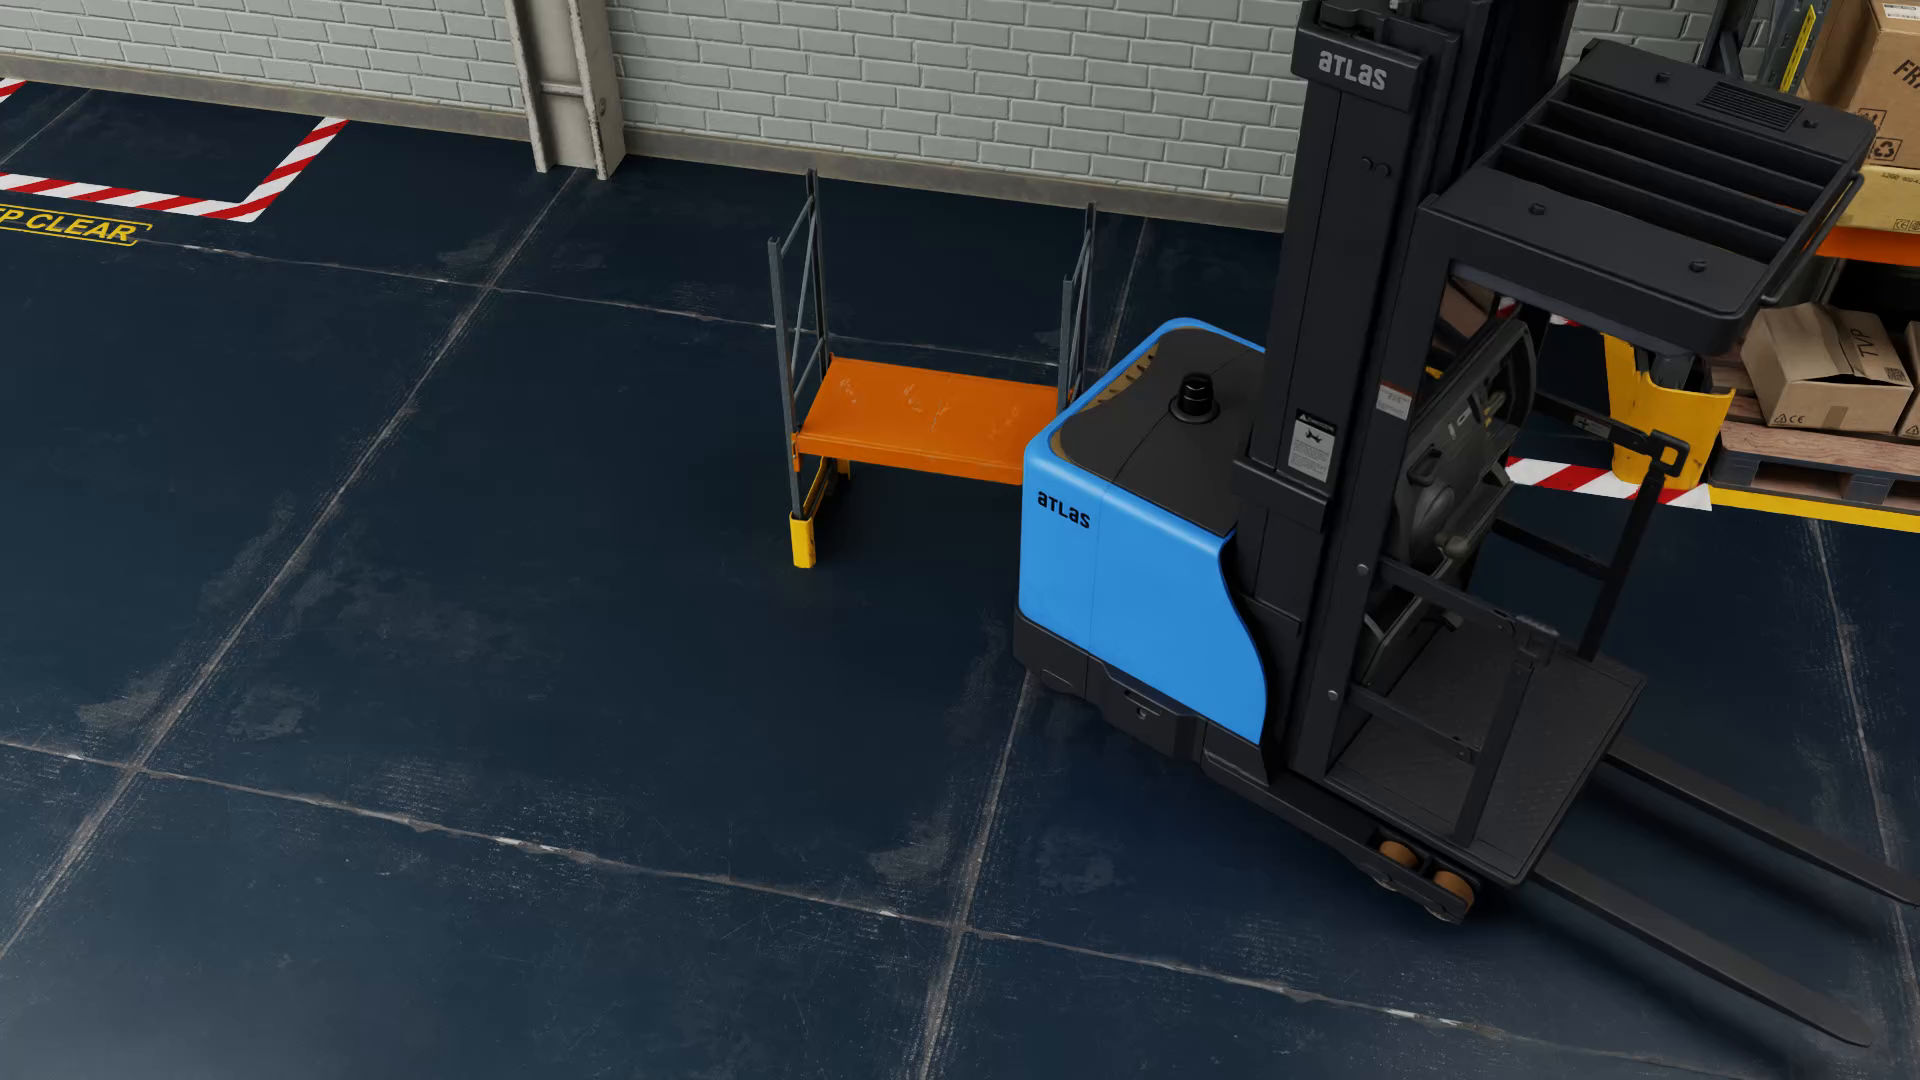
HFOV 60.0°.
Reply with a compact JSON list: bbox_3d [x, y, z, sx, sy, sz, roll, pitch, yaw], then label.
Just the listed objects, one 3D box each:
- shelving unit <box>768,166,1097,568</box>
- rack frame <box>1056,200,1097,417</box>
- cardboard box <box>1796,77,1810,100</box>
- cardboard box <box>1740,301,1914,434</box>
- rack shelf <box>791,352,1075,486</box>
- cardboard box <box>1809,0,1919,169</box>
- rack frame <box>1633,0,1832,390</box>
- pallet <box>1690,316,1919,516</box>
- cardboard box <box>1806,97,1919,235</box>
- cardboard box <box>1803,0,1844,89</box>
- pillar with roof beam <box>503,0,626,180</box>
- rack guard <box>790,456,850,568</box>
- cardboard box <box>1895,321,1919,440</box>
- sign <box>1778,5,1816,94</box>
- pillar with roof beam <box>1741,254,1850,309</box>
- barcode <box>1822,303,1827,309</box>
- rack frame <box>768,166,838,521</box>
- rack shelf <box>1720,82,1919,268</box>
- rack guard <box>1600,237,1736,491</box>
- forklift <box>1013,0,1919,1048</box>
[{"bbox_3d":[-0.078,-0.554,6.243,1.083,1.500,0.587,9,45,9],"label":"shelving unit"},{"bbox_3d":[0.409,-0.479,6.165,0.032,1.500,0.500,9,45,9],"label":"rack frame"},{"bbox_3d":[3.475,-1.725,6.473,0.500,0.250,0.500,9,45,10],"label":"cardboard box"},{"bbox_3d":[3.632,-0.736,6.973,0.500,0.311,0.500,4,44,4],"label":"cardboard box"},{"bbox_3d":[-0.087,-0.426,6.370,1.000,0.185,0.538,9,45,9],"label":"rack shelf"},{"bbox_3d":[3.377,-1.659,5.864,0.500,0.500,0.500,9,45,9],"label":"cardboard box"},{"bbox_3d":[2.976,-1.711,6.365,0.127,3.000,1.000,9,45,9],"label":"rack frame"},{"bbox_3d":[3.836,-0.548,7.168,1.213,0.211,1.003,9,45,9],"label":"pallet"},{"bbox_3d":[3.383,-1.376,6.110,0.500,0.250,0.500,8,44,8],"label":"cardboard box"},{"bbox_3d":[3.483,-2.007,6.225,0.500,0.500,0.500,8,45,9],"label":"cardboard box"},{"bbox_3d":[-2.947,-2.347,2.700,0.400,9.000,9.100,9,45,9],"label":"pillar with roof beam"},{"bbox_3d":[-0.564,-0.180,6.755,0.087,0.250,0.587,9,45,9],"label":"rack guard"},{"bbox_3d":[4.188,-0.649,6.883,0.500,0.311,0.500,12,45,12],"label":"cardboard box"},{"bbox_3d":[2.858,-1.656,5.683,0.005,0.325,0.100,9,45,9],"label":"sign"},{"bbox_3d":[2.908,-1.439,1.756,0.400,9.000,9.100,9,45,9],"label":"pillar with roof beam"},{"bbox_3d":[3.737,-1.007,7.248,0.075,0.075,0.001,9,45,9],"label":"barcode"},{"bbox_3d":[-0.583,-0.633,6.325,0.032,1.500,0.500,9,45,9],"label":"rack frame"},{"bbox_3d":[4.928,-1.149,6.300,4.000,0.370,1.077,9,45,9],"label":"rack shelf"},{"bbox_3d":[3.050,-0.799,7.220,0.348,0.500,1.175,9,45,9],"label":"rack guard"},{"bbox_3d":[1.674,-0.230,4.875,3.031,2.935,1.130,28,51,26],"label":"forklift"}]
